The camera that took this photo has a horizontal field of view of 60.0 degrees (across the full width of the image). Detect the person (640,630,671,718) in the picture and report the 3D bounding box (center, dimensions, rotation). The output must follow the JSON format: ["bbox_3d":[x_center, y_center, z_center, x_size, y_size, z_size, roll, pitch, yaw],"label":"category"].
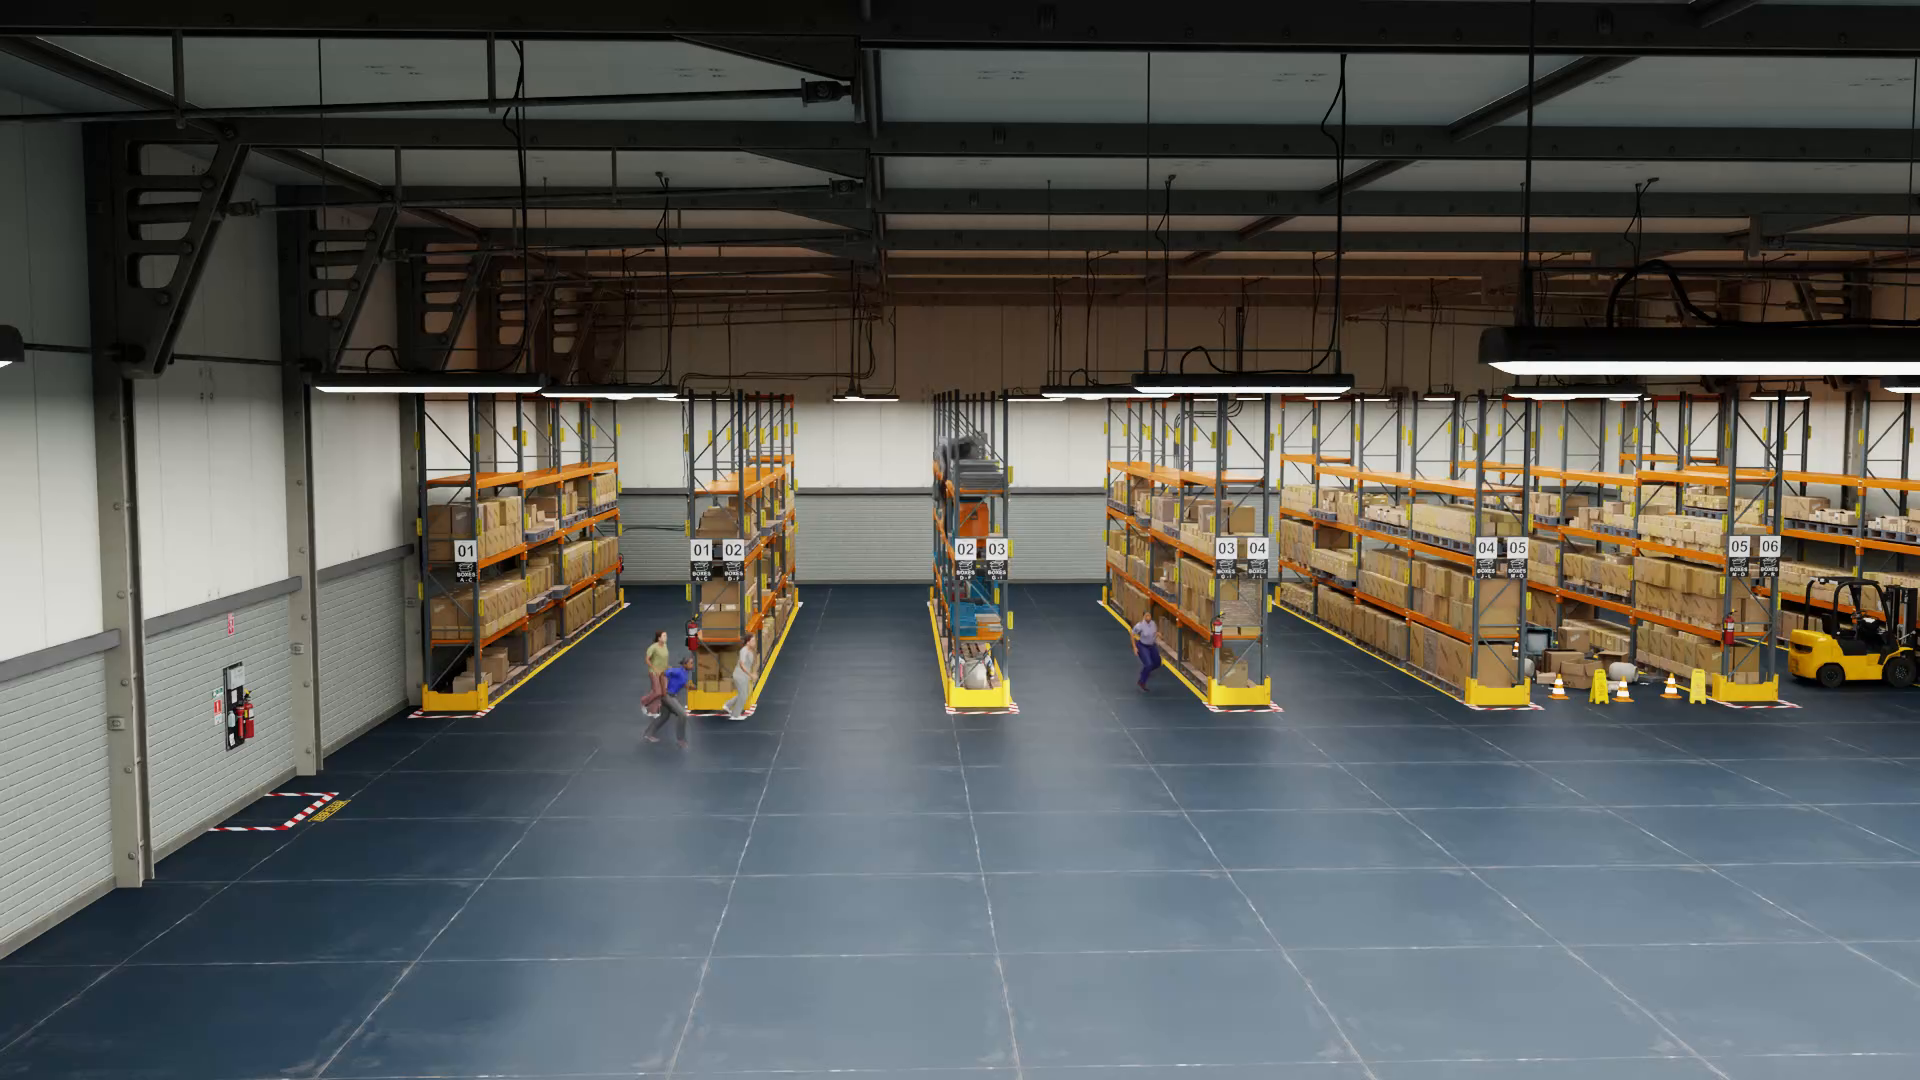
[{"bbox_3d":[-5.589,2.439,30.510,0.565,1.629,0.607,3,6,36],"label":"person"}]

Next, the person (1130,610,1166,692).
[{"bbox_3d":[3.740,2.179,32.977,0.651,1.625,0.774,-4,6,-43],"label":"person"}]

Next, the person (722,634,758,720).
[{"bbox_3d":[-3.979,2.474,30.107,0.721,1.586,0.545,1,5,8],"label":"person"}]

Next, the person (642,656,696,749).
[{"bbox_3d":[-4.874,2.715,27.706,0.961,1.613,0.623,1,5,15],"label":"person"}]
